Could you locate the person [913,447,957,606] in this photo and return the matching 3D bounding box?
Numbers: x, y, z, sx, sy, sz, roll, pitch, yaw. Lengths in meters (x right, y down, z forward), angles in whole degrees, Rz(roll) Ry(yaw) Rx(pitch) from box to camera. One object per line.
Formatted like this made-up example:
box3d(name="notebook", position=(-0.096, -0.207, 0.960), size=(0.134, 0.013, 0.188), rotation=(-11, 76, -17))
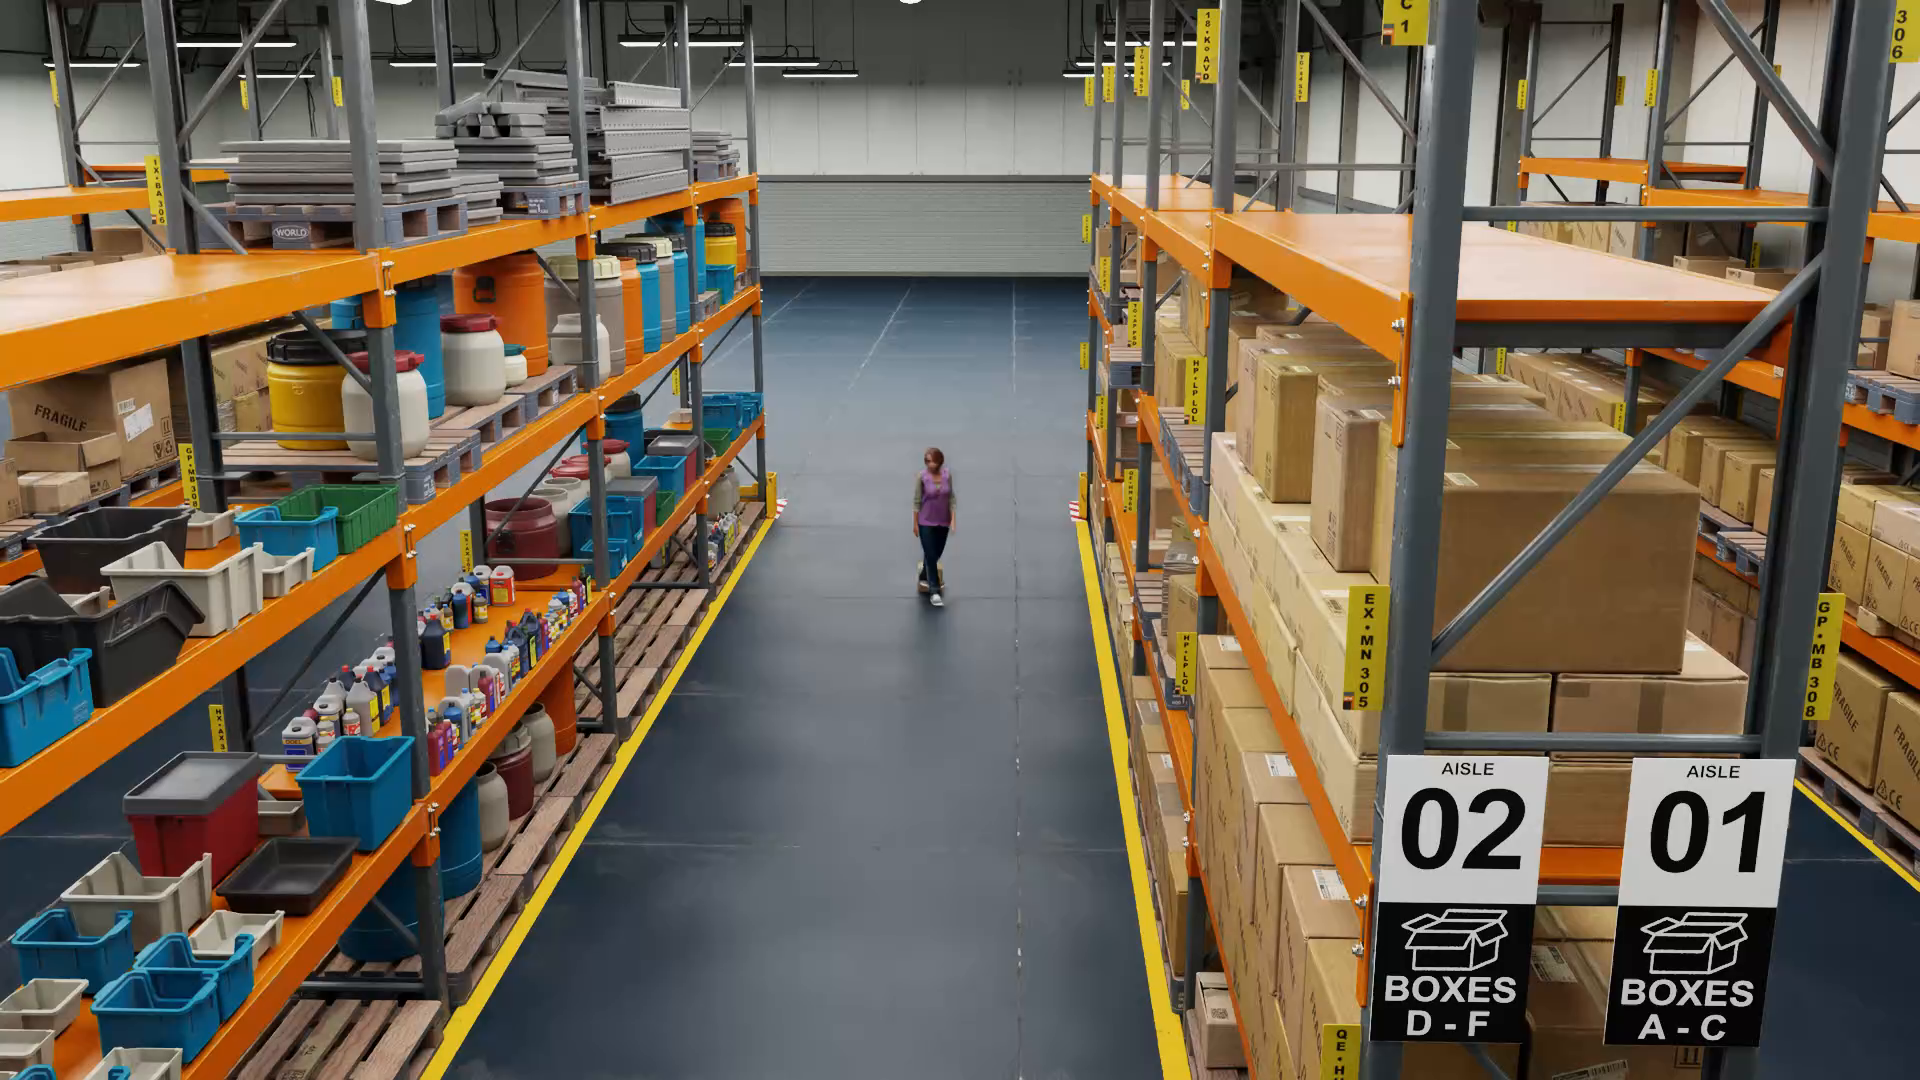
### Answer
box3d(name="person", position=(-0.269, -0.173, 16.697), size=(0.439, 1.587, 0.639), rotation=(-6, 15, -24))
